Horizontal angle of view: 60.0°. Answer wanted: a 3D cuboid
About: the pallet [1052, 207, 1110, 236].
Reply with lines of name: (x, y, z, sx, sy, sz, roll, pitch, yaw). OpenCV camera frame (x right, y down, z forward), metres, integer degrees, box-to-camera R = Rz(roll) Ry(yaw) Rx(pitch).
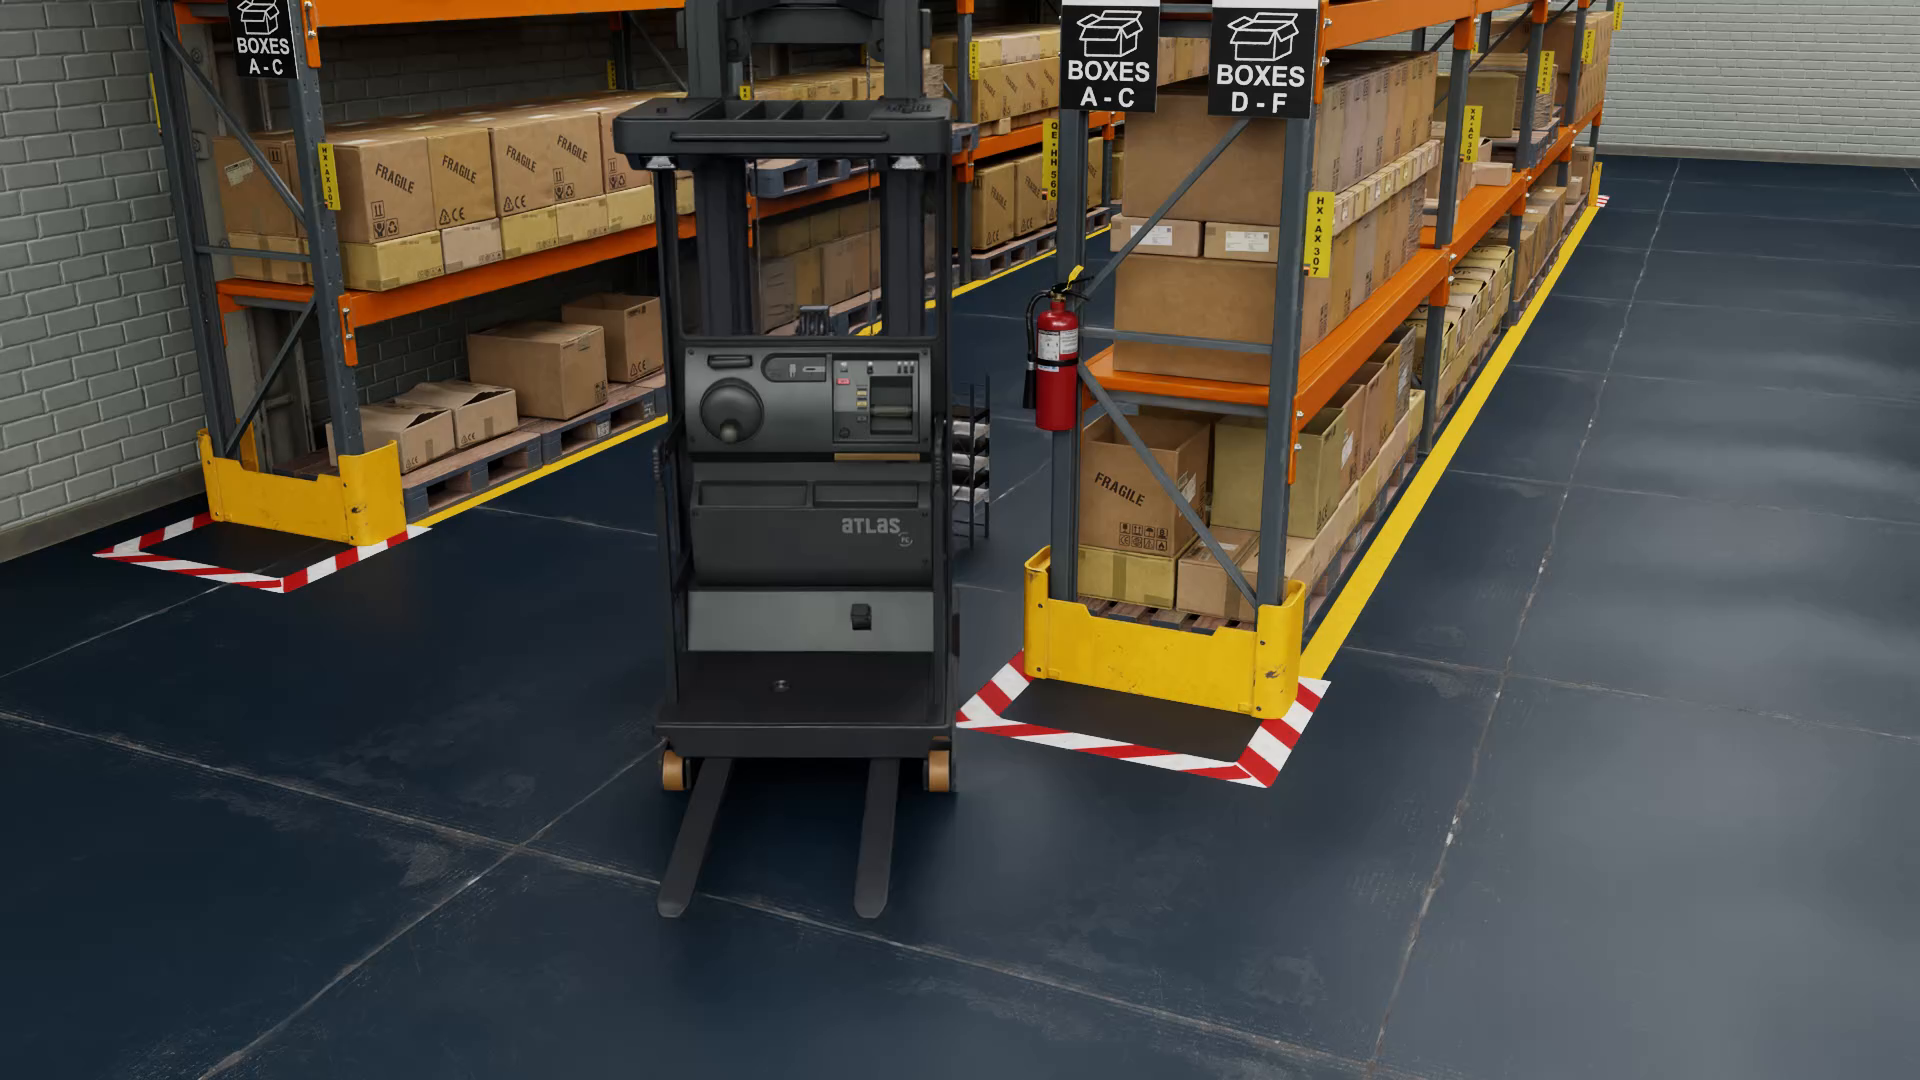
pallet: (1.017, -3.590, 18.749, 1.003, 0.211, 1.213, 9, 21, 23)

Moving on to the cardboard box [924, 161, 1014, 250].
cardboard box: (0.047, -3.319, 16.407, 0.750, 0.750, 0.750, 8, 21, 22)

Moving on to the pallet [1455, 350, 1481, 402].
pallet: (3.274, -1.317, 12.357, 1.003, 0.211, 1.213, 9, 21, 23)

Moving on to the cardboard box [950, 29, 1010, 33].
cardboard box: (0.212, -5.122, 17.151, 0.500, 0.250, 0.500, 8, 21, 21)

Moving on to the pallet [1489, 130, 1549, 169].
pallet: (4.361, -3.375, 14.269, 1.213, 0.211, 1.003, 9, 21, 23)

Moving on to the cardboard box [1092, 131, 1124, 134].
cardboard box: (1.849, -4.992, 20.666, 0.380, 0.149, 0.250, 9, 21, 23)

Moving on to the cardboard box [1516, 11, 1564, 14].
cardboard box: (6.794, -5.952, 19.588, 0.500, 0.500, 0.500, 9, 21, 23)

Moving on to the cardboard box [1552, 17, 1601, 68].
cardboard box: (6.657, -5.410, 18.063, 0.500, 0.500, 0.500, 8, 21, 21)

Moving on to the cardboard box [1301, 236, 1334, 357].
cardboard box: (1.285, -1.153, 7.584, 0.700, 0.500, 0.500, 9, 22, 24)

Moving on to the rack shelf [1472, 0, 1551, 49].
rack shelf: (3.328, -3.712, 11.526, 1.077, 0.370, 4.000, 9, 21, 23)

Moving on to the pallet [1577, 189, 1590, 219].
pallet: (7.067, -4.113, 20.220, 1.003, 0.211, 1.213, 9, 21, 23)

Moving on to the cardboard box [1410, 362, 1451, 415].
cardboard box: (2.901, -1.018, 10.831, 0.500, 0.250, 0.500, 8, 21, 21)

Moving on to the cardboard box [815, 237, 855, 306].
cardboard box: (-1.314, -2.277, 13.968, 0.700, 0.500, 0.500, 9, 21, 23)

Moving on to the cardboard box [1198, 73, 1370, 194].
cardboard box: (1.512, -1.934, 7.846, 0.700, 0.500, 0.500, 9, 21, 23)

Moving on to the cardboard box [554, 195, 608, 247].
cardboard box: (-2.537, -1.996, 10.299, 0.500, 0.250, 0.500, 9, 21, 23)

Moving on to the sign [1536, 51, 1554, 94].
sign: (4.655, -3.719, 13.222, 0.100, 0.325, 0.005, 9, 21, 23)

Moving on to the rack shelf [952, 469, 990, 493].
rack shelf: (0.003, -0.310, 8.866, 0.258, 0.077, 0.200, 9, 21, 23)

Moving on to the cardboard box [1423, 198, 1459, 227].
cardboard box: (3.059, -2.150, 10.914, 0.380, 0.149, 0.250, 9, 21, 23)

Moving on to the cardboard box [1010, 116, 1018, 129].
cardboard box: (0.359, -4.207, 16.667, 0.380, 0.149, 0.250, 9, 21, 24)

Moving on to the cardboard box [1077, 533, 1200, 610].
cardboard box: (0.821, 0.090, 7.716, 0.500, 0.250, 0.500, 9, 21, 23)

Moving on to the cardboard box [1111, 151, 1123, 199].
cardboard box: (1.664, -4.385, 19.925, 0.700, 0.500, 0.500, 9, 21, 23)

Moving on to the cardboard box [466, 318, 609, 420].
cardboard box: (-2.705, -1.102, 10.665, 0.700, 0.500, 0.500, 7, 21, 19)

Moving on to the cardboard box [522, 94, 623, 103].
cardboard box: (-2.610, -2.724, 11.227, 0.500, 0.500, 0.500, 8, 21, 22)

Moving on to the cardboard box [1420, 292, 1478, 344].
cardboard box: (3.326, -1.595, 11.618, 0.500, 0.311, 0.500, 8, 21, 21)

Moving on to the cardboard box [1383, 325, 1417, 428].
cardboard box: (2.303, -0.959, 9.546, 0.500, 0.500, 0.500, 9, 21, 23)

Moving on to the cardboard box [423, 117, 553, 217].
cardboard box: (-2.751, -2.185, 9.712, 0.500, 0.500, 0.500, 8, 21, 21)

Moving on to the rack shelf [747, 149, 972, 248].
rack shelf: (-1.193, -2.977, 13.937, 1.077, 0.370, 4.000, 9, 21, 23)

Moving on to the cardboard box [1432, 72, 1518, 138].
cardboard box: (4.302, -3.702, 14.125, 0.700, 0.500, 0.500, 2, 20, 4)

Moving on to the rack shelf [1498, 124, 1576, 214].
rack shelf: (4.966, -3.521, 15.467, 1.077, 0.370, 4.000, 9, 21, 23)

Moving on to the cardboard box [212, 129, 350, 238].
cardboard box: (-3.650, -1.947, 9.042, 0.500, 0.500, 0.500, 8, 21, 22)

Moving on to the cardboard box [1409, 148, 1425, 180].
cardboard box: (2.385, -2.111, 9.309, 0.380, 0.149, 0.250, 8, 21, 21)

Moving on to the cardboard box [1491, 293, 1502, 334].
cardboard box: (3.947, -1.799, 13.027, 0.500, 0.250, 0.500, 8, 21, 22)

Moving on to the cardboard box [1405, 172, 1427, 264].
cardboard box: (2.333, -1.937, 9.789, 0.700, 0.500, 0.500, 8, 21, 21)

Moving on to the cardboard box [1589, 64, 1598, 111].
cardboard box: (6.863, -5.102, 18.690, 0.500, 0.500, 0.500, 8, 21, 22)

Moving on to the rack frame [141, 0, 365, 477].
rack frame: (-3.650, -1.482, 8.659, 1.000, 3.000, 0.127, 9, 21, 23)

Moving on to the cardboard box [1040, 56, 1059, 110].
cardboard box: (0.692, -4.708, 17.108, 0.500, 0.500, 0.500, 9, 22, 24)

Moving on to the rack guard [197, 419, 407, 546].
rack guard: (-3.618, -0.327, 9.143, 1.175, 0.500, 0.348, 9, 21, 23)

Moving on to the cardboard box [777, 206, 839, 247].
cardboard box: (-1.338, -2.609, 13.784, 0.500, 0.250, 0.500, 8, 21, 21)

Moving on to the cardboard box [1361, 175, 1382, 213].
cardboard box: (1.859, -1.716, 8.201, 0.380, 0.149, 0.250, 9, 21, 23)

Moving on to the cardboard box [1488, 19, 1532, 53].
cardboard box: (5.756, -5.180, 17.416, 0.500, 0.500, 0.500, 9, 21, 23)

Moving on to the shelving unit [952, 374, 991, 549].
shelving unit: (0.003, -0.426, 8.825, 0.258, 0.900, 0.210, 9, 21, 23)

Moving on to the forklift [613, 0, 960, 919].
forklift: (-0.572, -0.529, 6.083, 1.130, 2.935, 3.031, 0, 20, 0)

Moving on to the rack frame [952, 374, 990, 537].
rack frame: (0.045, -0.458, 8.912, 0.240, 0.900, 0.006, 9, 21, 23)

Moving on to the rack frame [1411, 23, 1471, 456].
rack frame: (2.509, -2.026, 10.189, 1.000, 3.000, 0.127, 9, 21, 23)

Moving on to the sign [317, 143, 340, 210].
sign: (-3.154, -1.815, 8.305, 0.100, 0.325, 0.005, 9, 21, 23)

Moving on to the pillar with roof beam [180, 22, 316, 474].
pillar with roof beam: (-0.225, -4.050, 6.928, 9.100, 9.000, 0.400, 9, 21, 23)

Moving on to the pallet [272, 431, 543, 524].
pallet: (-3.253, -0.435, 9.876, 1.003, 0.211, 1.213, 9, 21, 23)

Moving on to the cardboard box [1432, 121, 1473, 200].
cardboard box: (3.475, -2.781, 12.162, 0.500, 0.500, 0.500, 7, 21, 20)

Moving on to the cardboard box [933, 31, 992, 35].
cardboard box: (0.004, -4.966, 16.713, 0.500, 0.250, 0.500, 8, 21, 21)

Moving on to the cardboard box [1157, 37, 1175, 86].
cardboard box: (2.094, -5.901, 20.638, 0.980, 0.700, 0.700, 7, 21, 20)

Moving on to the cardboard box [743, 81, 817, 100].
cardboard box: (-1.537, -3.280, 12.909, 0.700, 0.500, 0.500, 11, 22, 28)

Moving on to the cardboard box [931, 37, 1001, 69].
cardboard box: (0.059, -4.590, 15.655, 0.500, 0.250, 0.500, 9, 22, 24)

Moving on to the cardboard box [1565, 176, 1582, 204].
cardboard box: (7.009, -4.120, 19.524, 0.500, 0.250, 0.500, 9, 21, 23)

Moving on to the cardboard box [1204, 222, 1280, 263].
cardboard box: (1.228, -1.246, 6.880, 0.380, 0.149, 0.250, 8, 21, 22)

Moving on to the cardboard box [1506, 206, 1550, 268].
cardboard box: (5.223, -2.852, 15.586, 0.500, 0.500, 0.500, 8, 21, 21)

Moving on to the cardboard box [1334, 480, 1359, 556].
cardboard box: (1.700, -0.145, 8.377, 0.500, 0.250, 0.500, 9, 21, 23)
